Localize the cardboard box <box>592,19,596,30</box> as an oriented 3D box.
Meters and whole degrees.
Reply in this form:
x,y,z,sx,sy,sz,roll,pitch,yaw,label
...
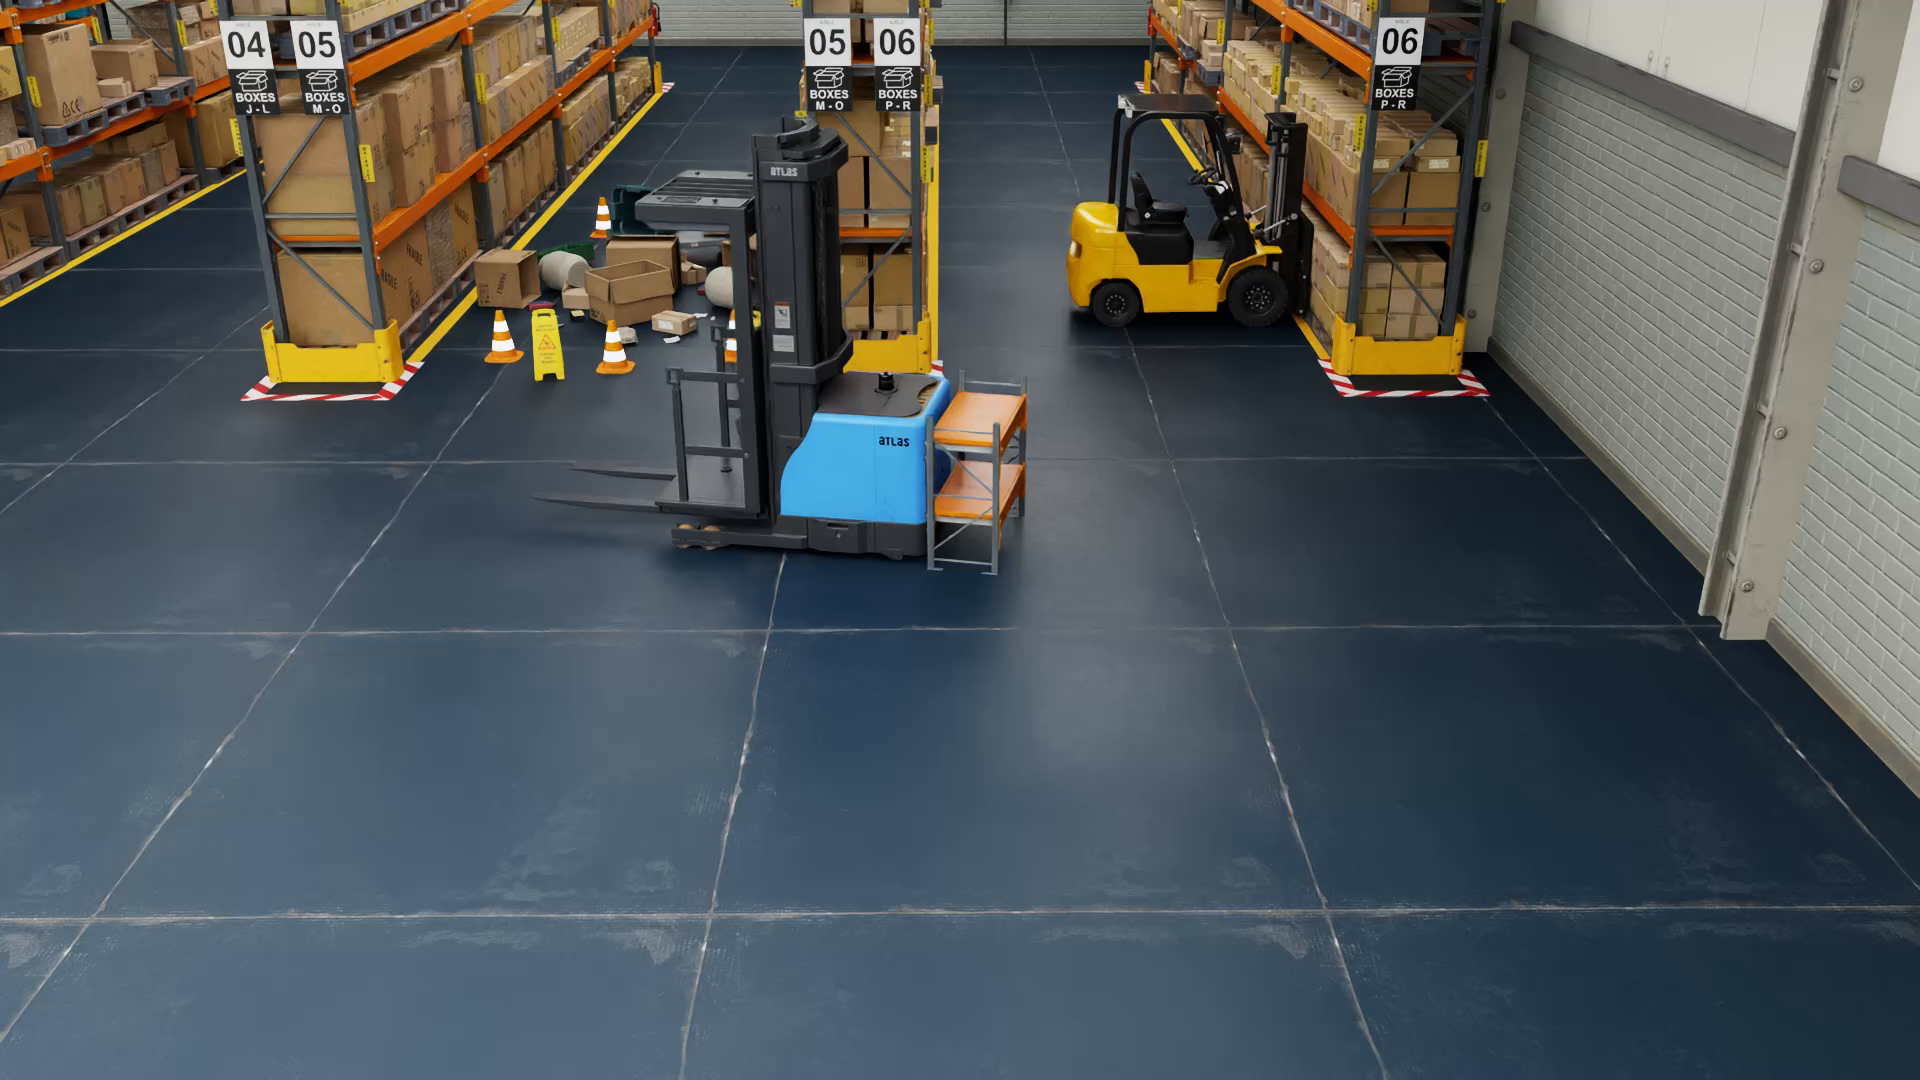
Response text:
x,y,z,sx,sy,sz,roll,pitch,yaw,label
-5.728,-7.787,25.144,0.380,0.149,0.250,0,24,0,cardboard box

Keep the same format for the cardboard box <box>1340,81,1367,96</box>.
x,y,z,sx,sy,sz,roll,pitch,yaw,label
4.332,-4.880,18.014,0.380,0.149,0.250,-1,24,-2,cardboard box

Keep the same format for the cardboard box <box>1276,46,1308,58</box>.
x,y,z,sx,sy,sz,roll,pitch,yaw,label
4.284,-6.279,21.468,0.380,0.149,0.250,0,24,-1,cardboard box

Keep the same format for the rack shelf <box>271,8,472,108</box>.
x,y,z,sx,sy,sz,roll,pitch,yaw,label
-5.825,-4.764,16.260,1.077,0.370,4.000,0,24,-1,rack shelf

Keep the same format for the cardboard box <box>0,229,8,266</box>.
x,y,z,sx,sy,sz,roll,pitch,yaw,label
-10.829,-3.220,18.137,0.500,0.500,0.500,8,25,16,cardboard box

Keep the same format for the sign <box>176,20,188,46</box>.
x,y,z,sx,sy,sz,roll,pitch,yaw,label
-10.308,-6.715,22.031,0.100,0.325,0.005,0,24,-1,sign

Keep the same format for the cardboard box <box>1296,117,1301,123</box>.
x,y,z,sx,sy,sz,roll,pitch,yaw,label
3.832,-4.284,17.844,0.500,0.500,0.500,0,24,0,cardboard box

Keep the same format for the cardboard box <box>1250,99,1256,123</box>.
x,y,z,sx,sy,sz,roll,pitch,yaw,label
3.813,-5.187,20.144,0.500,0.250,0.500,0,24,0,cardboard box

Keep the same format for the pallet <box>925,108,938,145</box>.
x,y,z,sx,sy,sz,roll,pitch,yaw,label
-0.761,-4.841,19.431,1.003,0.211,1.213,0,24,-1,pallet

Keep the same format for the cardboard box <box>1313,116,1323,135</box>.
x,y,z,sx,sy,sz,roll,pitch,yaw,label
3.803,-4.208,16.890,0.380,0.149,0.250,-1,24,-2,cardboard box

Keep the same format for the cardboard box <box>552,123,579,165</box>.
x,y,z,sx,sy,sz,roll,pitch,yaw,label
-5.643,-5.543,23.272,0.500,0.500,0.500,-1,24,-3,cardboard box

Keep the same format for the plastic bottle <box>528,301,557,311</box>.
x,y,z,sx,sy,sz,roll,pitch,yaw,label
-4.404,-2.475,17.531,0.283,0.061,0.133,-9,26,-19,plastic bottle

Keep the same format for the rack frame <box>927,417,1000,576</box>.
x,y,z,sx,sy,sz,roll,pitch,yaw,label
0.021,-0.290,11.410,0.500,1.125,0.032,5,25,11,rack frame

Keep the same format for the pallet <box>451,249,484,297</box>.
x,y,z,sx,sy,sz,roll,pitch,yaw,label
-5.916,-2.965,18.433,1.003,0.211,1.213,0,24,-1,pallet

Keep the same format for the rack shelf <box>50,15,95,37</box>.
x,y,z,sx,sy,sz,roll,pitch,yaw,label
-15.869,-8.339,27.805,1.077,0.370,4.000,0,24,-1,rack shelf

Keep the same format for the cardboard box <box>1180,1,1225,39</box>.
x,y,z,sx,sy,sz,roll,pitch,yaw,label
3.760,-7.970,25.485,0.700,0.500,0.500,0,24,1,cardboard box

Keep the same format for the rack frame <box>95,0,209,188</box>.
x,y,z,sx,sy,sz,roll,pitch,yaw,label
-10.851,-6.217,22.239,1.000,3.000,0.127,0,24,-1,rack frame

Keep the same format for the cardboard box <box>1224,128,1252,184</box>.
x,y,z,sx,sy,sz,roll,pitch,yaw,label
4.015,-5.138,22.225,0.875,0.625,0.625,1,24,1,cardboard box

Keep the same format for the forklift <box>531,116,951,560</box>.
x,y,z,sx,sy,sz,roll,pitch,yaw,label
-1.622,-1.473,11.834,3.031,2.935,1.130,4,25,9,forklift

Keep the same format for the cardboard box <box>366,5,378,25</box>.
x,y,z,sx,sy,sz,roll,pitch,yaw,label
-5.492,-4.741,15.010,0.380,0.149,0.250,0,24,0,cardboard box

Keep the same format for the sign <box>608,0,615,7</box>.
x,y,z,sx,sy,sz,roll,pitch,yaw,label
-5.379,-8.377,25.611,0.100,0.325,0.005,0,24,-1,sign

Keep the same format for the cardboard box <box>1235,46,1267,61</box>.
x,y,z,sx,sy,sz,roll,pitch,yaw,label
3.763,-6.278,21.466,0.380,0.149,0.250,0,24,1,cardboard box

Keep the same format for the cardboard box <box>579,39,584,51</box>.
x,y,z,sx,sy,sz,roll,pitch,yaw,label
-5.714,-7.223,24.259,0.380,0.149,0.250,1,24,2,cardboard box

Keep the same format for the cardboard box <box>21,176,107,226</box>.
x,y,z,sx,sy,sz,roll,pitch,yaw,label
-10.779,-4.080,20.014,0.700,0.500,0.500,0,24,-1,cardboard box

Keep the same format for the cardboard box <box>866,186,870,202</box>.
x,y,z,sx,sy,sz,roll,pitch,yaw,label
-1.063,-3.425,16.372,0.380,0.149,0.250,0,24,0,cardboard box

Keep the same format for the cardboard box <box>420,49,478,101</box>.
x,y,z,sx,sy,sz,roll,pitch,yaw,label
-5.858,-5.255,18.778,0.700,0.500,0.500,-1,24,-1,cardboard box

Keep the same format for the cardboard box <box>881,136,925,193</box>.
x,y,z,sx,sy,sz,roll,pitch,yaw,label
-0.591,-3.556,15.873,0.500,0.500,0.500,0,24,1,cardboard box

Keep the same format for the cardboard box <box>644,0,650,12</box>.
x,y,z,sx,sy,sz,roll,pitch,yaw,label
-5.715,-9.491,28.996,0.500,0.500,0.500,0,24,1,cardboard box

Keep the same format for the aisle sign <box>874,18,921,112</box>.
x,y,z,sx,sy,sz,roll,pitch,yaw,label
-0.544,-4.125,14.460,0.394,0.787,0.004,0,24,-1,aisle sign

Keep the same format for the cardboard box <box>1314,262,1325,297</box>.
x,y,z,sx,sy,sz,roll,pitch,yaw,label
3.797,-2.561,16.376,0.500,0.250,0.500,0,24,-1,cardboard box

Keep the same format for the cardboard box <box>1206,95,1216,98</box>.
x,y,z,sx,sy,sz,roll,pitch,yaw,label
3.825,-6.484,24.566,0.380,0.149,0.250,0,24,0,cardboard box

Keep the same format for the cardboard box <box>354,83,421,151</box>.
x,y,z,sx,sy,sz,roll,pitch,yaw,label
-5.737,-4.072,16.005,0.875,0.550,0.550,0,24,-1,cardboard box

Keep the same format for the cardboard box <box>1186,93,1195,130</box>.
x,y,z,sx,sy,sz,roll,pitch,yaw,label
3.774,-6.566,25.535,0.500,0.500,0.500,-1,24,-1,cardboard box

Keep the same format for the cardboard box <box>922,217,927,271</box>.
x,y,z,sx,sy,sz,roll,pitch,yaw,label
-0.595,-3.011,17.067,0.500,0.500,0.500,0,24,0,cardboard box

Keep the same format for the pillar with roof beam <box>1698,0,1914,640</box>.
x,y,z,sx,sy,sz,roll,pitch,yaw,label
0.764,-3.521,8.999,9.100,9.000,0.400,0,24,-1,pillar with roof beam

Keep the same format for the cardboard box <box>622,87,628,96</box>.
x,y,z,sx,sy,sz,roll,pitch,yaw,label
-5.728,-7.453,27.562,0.380,0.149,0.250,1,24,2,cardboard box

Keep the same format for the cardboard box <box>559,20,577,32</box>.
x,y,z,sx,sy,sz,roll,pitch,yaw,label
-5.716,-7.381,23.887,0.380,0.149,0.250,-1,24,-1,cardboard box

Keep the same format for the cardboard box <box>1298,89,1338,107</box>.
x,y,z,sx,sy,sz,roll,pitch,yaw,label
3.777,-4.662,17.532,0.380,0.149,0.250,0,24,1,cardboard box

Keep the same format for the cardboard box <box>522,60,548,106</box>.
x,y,z,sx,sy,sz,roll,pitch,yaw,label
-5.613,-5.853,21.314,0.500,0.500,0.500,0,24,-1,cardboard box

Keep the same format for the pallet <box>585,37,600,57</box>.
x,y,z,sx,sy,sz,roll,pitch,yaw,label
-6.071,-7.443,25.183,1.003,0.211,1.213,0,24,-1,pallet

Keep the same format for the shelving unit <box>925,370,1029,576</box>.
x,y,z,sx,sy,sz,roll,pitch,yaw,label
0.130,-0.495,11.863,0.538,1.125,1.048,5,25,11,shelving unit

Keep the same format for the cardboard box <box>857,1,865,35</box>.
x,y,z,sx,sy,sz,roll,pitch,yaw,label
-1.120,-4.816,15.323,0.500,0.250,0.500,-1,24,-1,cardboard box

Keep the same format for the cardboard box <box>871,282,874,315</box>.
x,y,z,sx,sy,sz,roll,pitch,yaw,label
-1.130,-2.449,16.735,0.500,0.250,0.500,0,24,0,cardboard box

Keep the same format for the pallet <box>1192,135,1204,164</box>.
x,y,z,sx,sy,sz,roll,pitch,yaw,label
4.041,-5.824,24.754,1.003,0.211,1.213,0,24,-1,pallet

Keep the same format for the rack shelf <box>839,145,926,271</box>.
x,y,z,sx,sy,sz,roll,pitch,yaw,label
-0.876,-3.461,17.019,1.077,0.370,4.000,0,24,-1,rack shelf

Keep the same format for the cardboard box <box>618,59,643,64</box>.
x,y,z,sx,sy,sz,roll,pitch,yaw,label
-5.773,-8.337,29.154,0.380,0.149,0.250,0,24,0,cardboard box

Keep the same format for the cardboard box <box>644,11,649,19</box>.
x,y,z,sx,sy,sz,roll,pitch,yaw,label
-5.691,-9.247,29.243,0.380,0.149,0.250,0,24,0,cardboard box

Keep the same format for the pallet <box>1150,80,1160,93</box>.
x,y,z,sx,sy,sz,roll,pitch,yaw,label
3.945,-7.951,29.458,1.003,0.211,1.213,0,24,-1,pallet

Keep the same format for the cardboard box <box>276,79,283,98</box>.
x,y,z,sx,sy,sz,roll,pitch,yaw,label
-10.857,-6.457,24.838,1.225,0.875,0.875,-1,24,-2,cardboard box

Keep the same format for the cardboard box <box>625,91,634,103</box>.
x,y,z,sx,sy,sz,roll,pitch,yaw,label
-5.671,-7.424,27.858,0.380,0.149,0.250,-1,24,-2,cardboard box

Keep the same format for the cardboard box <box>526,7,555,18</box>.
x,y,z,sx,sy,sz,roll,pitch,yaw,label
-6.389,-8.029,25.320,0.380,0.149,0.250,1,24,2,cardboard box

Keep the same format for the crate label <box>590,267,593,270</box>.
x,y,z,sx,sy,sz,roll,pitch,yaw,label
-4.237,-2.977,18.549,0.298,0.136,0.250,-19,31,-36,crate label

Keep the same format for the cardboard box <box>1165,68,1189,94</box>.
x,y,z,sx,sy,sz,roll,pitch,yaw,label
3.828,-7.602,27.825,0.700,0.500,0.500,-1,24,-3,cardboard box
